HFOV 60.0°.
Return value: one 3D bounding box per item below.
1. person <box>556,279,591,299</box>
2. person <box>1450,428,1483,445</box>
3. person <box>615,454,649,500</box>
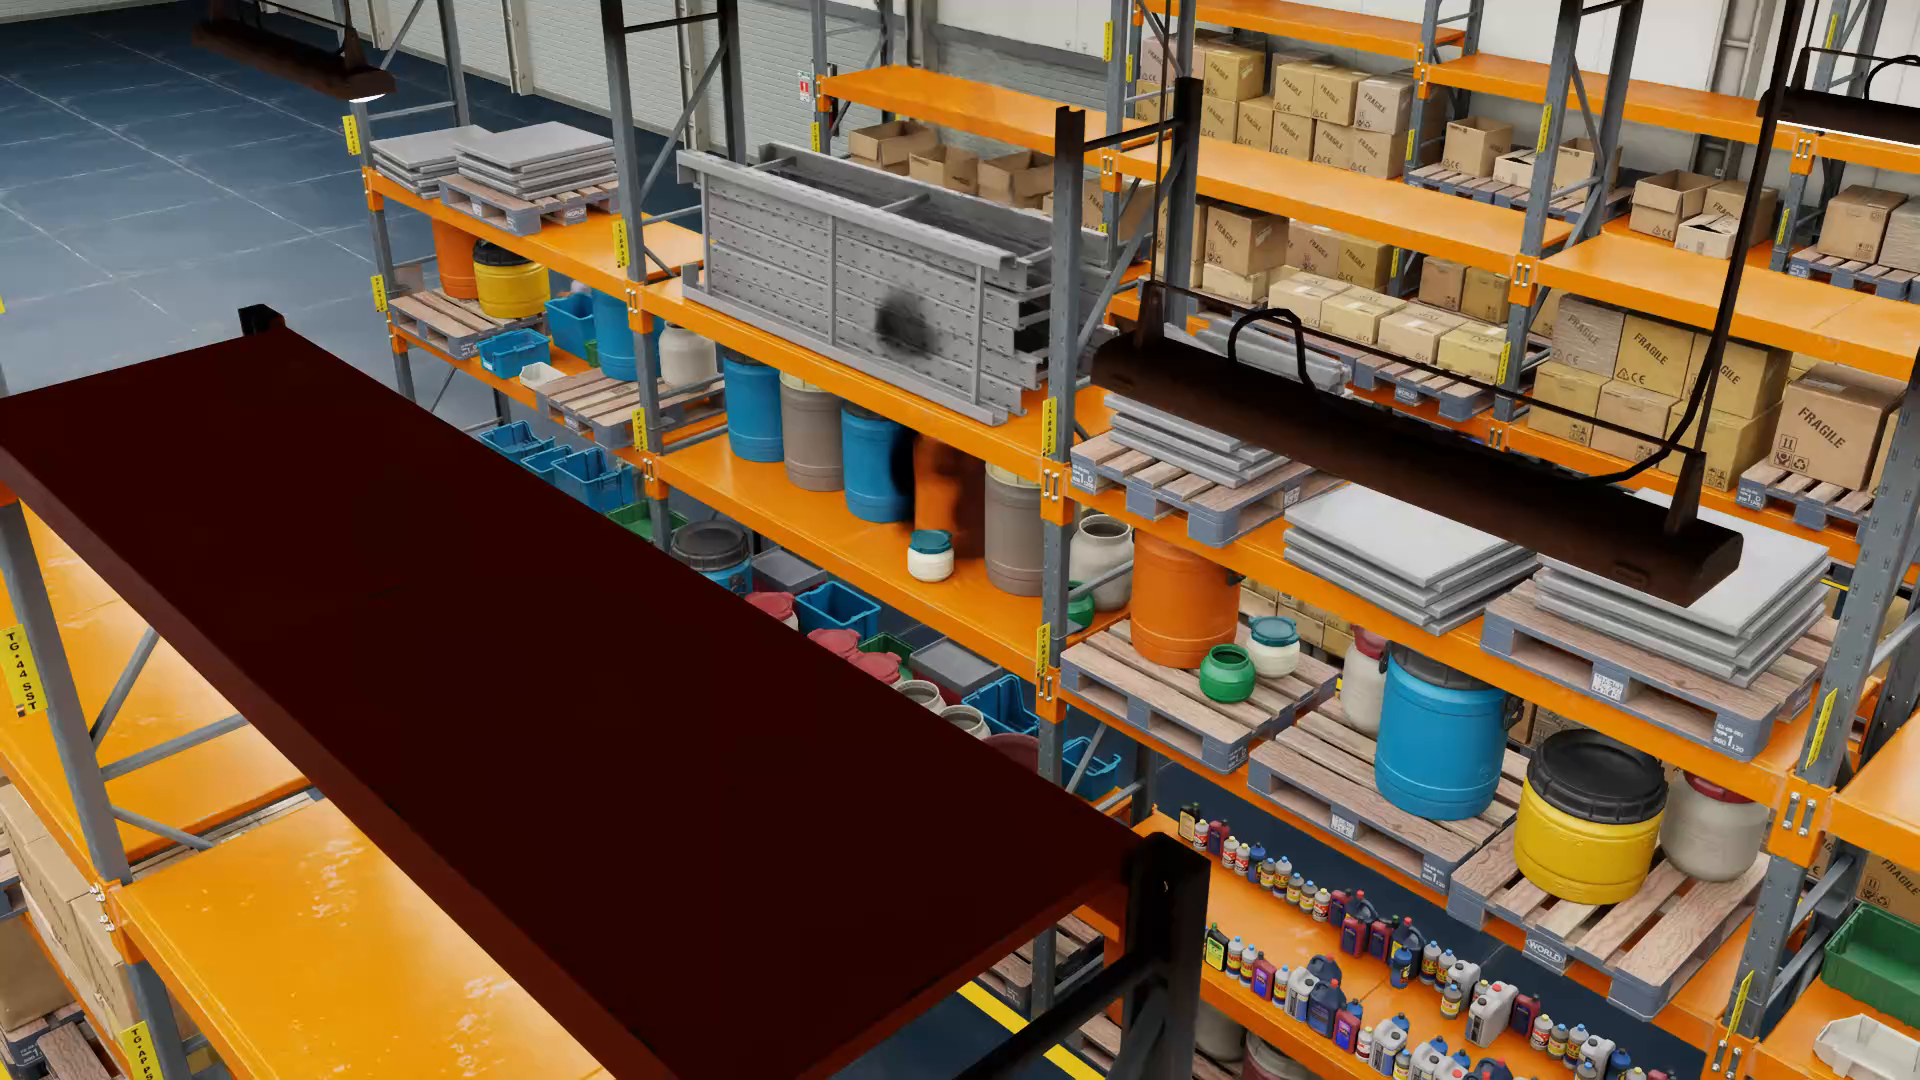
[{"bbox_3d":[-4.434,-2.699,20.182,0.836,1.699,0.564,-11,30,-20],"label":"person"},{"bbox_3d":[4.708,-0.404,15.823,0.573,1.653,0.838,-20,34,-32],"label":"person"},{"bbox_3d":[-3.271,-0.751,16.506,0.654,1.709,0.641,16,32,27],"label":"person"}]
